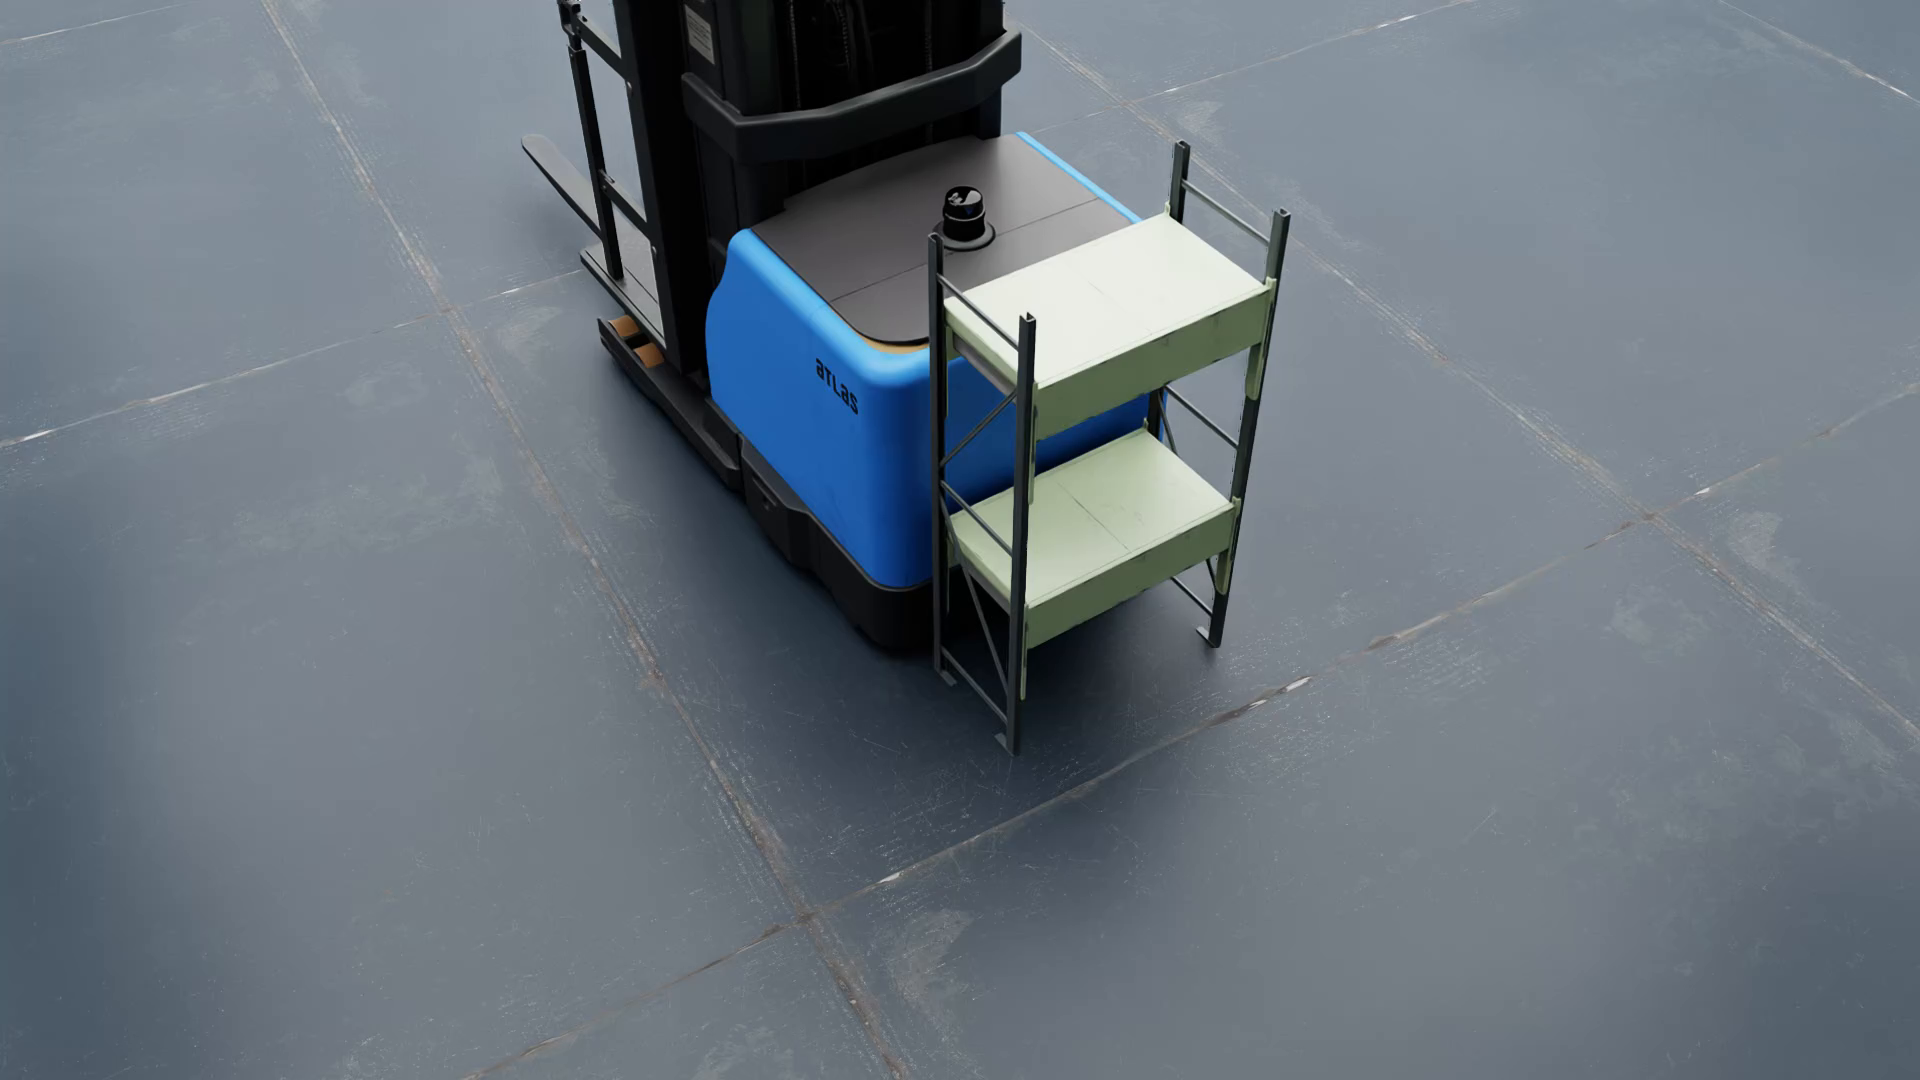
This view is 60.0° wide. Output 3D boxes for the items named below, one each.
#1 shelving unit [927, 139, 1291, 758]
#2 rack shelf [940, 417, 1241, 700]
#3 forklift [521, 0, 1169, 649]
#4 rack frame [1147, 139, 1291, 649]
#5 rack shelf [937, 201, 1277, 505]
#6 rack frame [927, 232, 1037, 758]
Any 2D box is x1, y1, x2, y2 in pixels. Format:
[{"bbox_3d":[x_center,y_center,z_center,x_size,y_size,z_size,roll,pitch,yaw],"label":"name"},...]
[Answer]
[{"bbox_3d":[0.349,-0.193,4.372,0.755,1.500,0.431,-25,50,-24],"label":"shelving unit"},{"bbox_3d":[0.348,0.041,4.599,0.720,0.370,0.431,-25,50,-24],"label":"rack shelf"},{"bbox_3d":[-0.612,-1.735,4.933,1.130,2.935,3.031,-25,49,-24],"label":"forklift"},{"bbox_3d":[0.652,-0.335,4.518,0.023,1.500,0.400,-25,50,-24],"label":"rack frame"},{"bbox_3d":[0.349,-0.473,4.100,0.720,0.370,0.431,-25,50,-24],"label":"rack shelf"},{"bbox_3d":[0.045,-0.051,4.225,0.023,1.500,0.400,-25,50,-24],"label":"rack frame"}]
